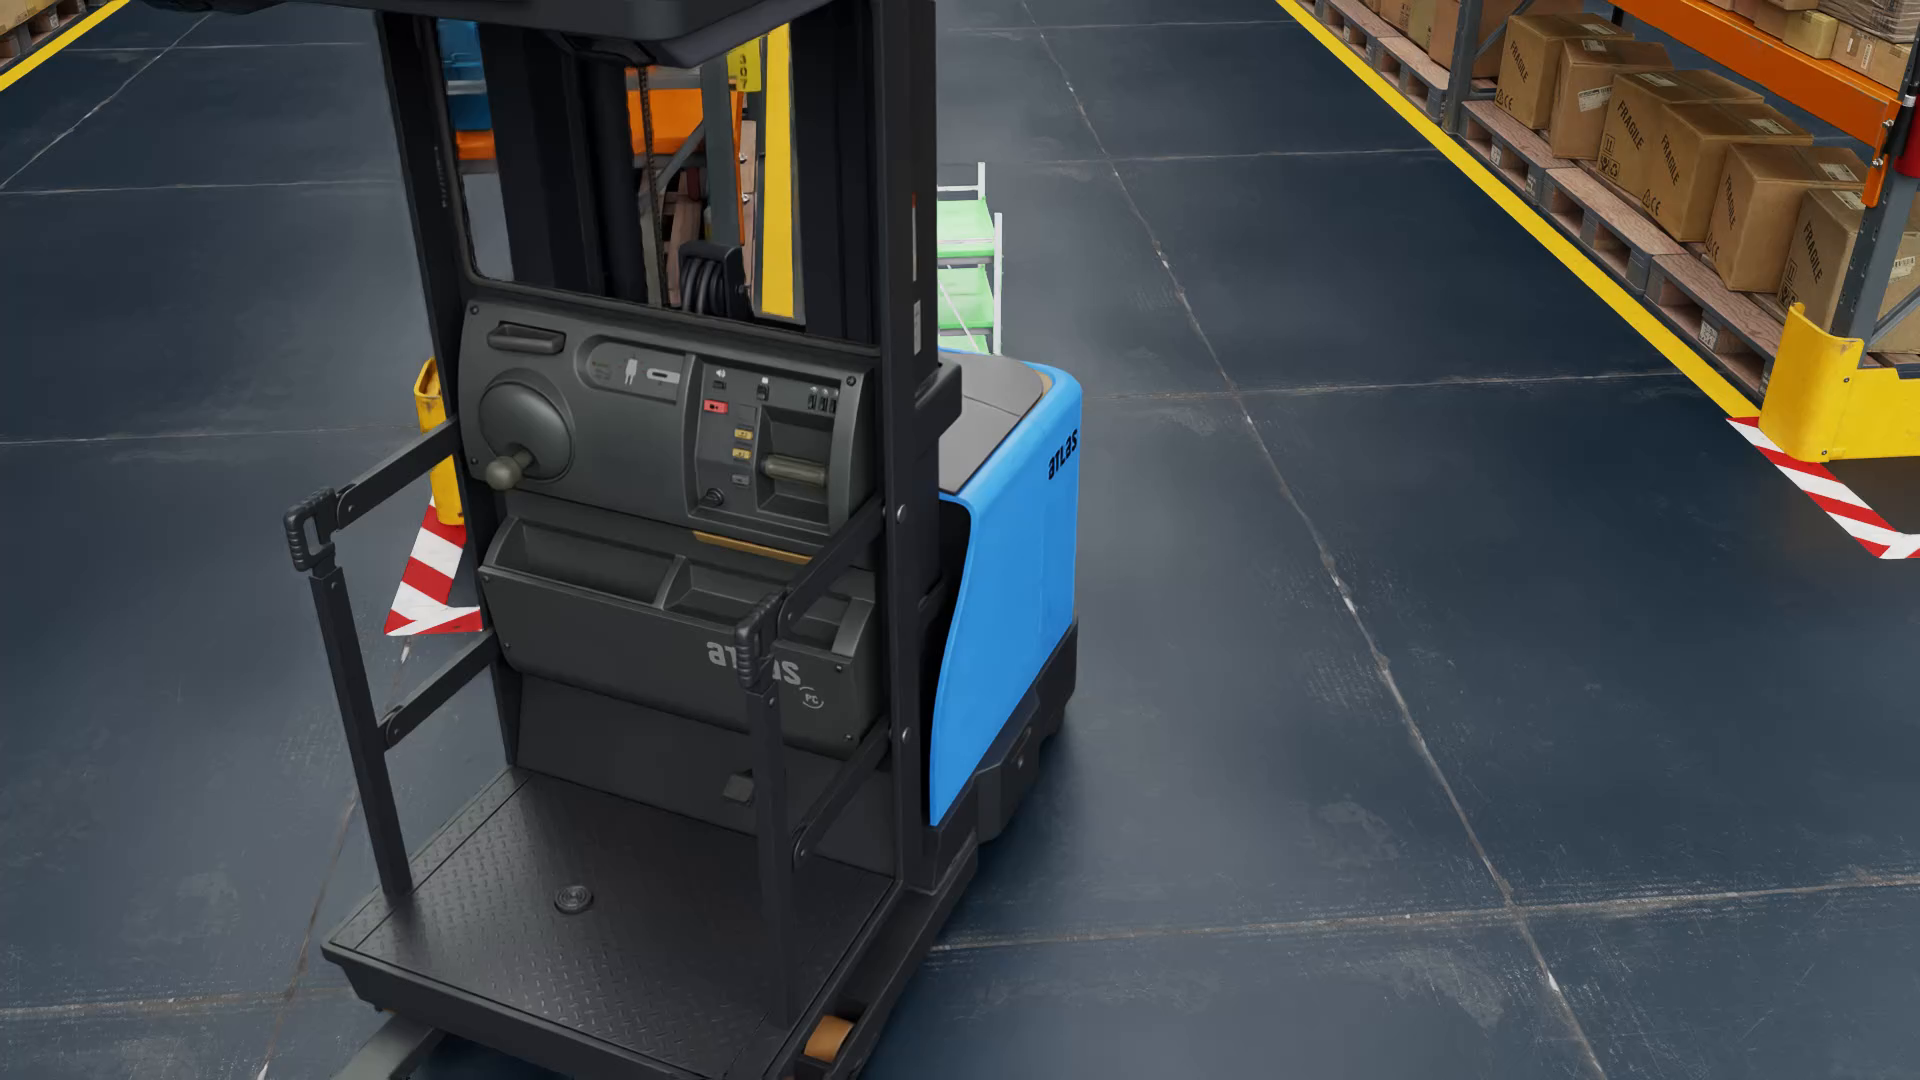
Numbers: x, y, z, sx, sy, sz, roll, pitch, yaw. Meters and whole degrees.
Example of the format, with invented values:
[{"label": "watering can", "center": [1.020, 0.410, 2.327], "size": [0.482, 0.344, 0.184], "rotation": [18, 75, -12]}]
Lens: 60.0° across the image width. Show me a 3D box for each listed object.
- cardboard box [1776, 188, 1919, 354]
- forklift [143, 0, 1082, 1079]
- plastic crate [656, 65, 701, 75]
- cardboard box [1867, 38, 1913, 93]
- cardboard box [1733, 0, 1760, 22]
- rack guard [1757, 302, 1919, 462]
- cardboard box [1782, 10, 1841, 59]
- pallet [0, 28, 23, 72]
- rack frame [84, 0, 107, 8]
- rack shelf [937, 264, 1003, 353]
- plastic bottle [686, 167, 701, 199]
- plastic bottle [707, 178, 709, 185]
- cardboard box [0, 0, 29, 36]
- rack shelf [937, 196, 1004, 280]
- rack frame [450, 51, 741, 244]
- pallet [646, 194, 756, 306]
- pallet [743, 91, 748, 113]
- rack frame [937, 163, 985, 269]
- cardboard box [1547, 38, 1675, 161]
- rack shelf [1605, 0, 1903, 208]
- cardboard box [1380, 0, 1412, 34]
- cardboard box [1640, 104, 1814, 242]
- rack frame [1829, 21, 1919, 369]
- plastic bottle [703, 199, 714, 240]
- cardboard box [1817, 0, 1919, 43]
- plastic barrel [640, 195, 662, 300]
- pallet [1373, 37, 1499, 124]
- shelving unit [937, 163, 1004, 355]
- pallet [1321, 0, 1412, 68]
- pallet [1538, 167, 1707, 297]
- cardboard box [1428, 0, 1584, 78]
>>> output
[{"label": "cardboard box", "center": [3.667, -1.080, 6.661], "size": [0.500, 0.500, 0.500], "rotation": [3, 31, 5]}, {"label": "forklift", "center": [-0.705, -0.192, 3.213], "size": [1.130, 2.935, 3.031], "rotation": [12, 33, 20]}, {"label": "plastic crate", "center": [-0.986, -1.775, 6.053], "size": [0.298, 0.136, 0.250], "rotation": [-3, 31, -5]}, {"label": "cardboard box", "center": [3.477, -1.681, 5.884], "size": [0.380, 0.149, 0.250], "rotation": [-3, 31, -5]}, {"label": "cardboard box", "center": [3.389, -2.192, 6.739], "size": [0.380, 0.149, 0.250], "rotation": [-3, 31, -5]}, {"label": "rack guard", "center": [3.702, -0.619, 6.298], "size": [1.175, 0.500, 0.348], "rotation": [-3, 31, -5]}, {"label": "cardboard box", "center": [3.379, -1.934, 6.307], "size": [0.380, 0.149, 0.250], "rotation": [-3, 31, -5]}, {"label": "pallet", "center": [-6.753, -3.024, 10.607], "size": [1.003, 0.211, 1.213], "rotation": [-3, 31, -5]}, {"label": "rack frame", "center": [-6.902, -5.265, 11.639], "size": [1.000, 3.000, 0.127], "rotation": [-3, 31, -5]}, {"label": "rack shelf", "center": [-0.015, -0.751, 5.494], "size": [0.258, 0.148, 0.480], "rotation": [-3, 31, -5]}, {"label": "plastic bottle", "center": [-1.296, -1.814, 8.082], "size": [0.061, 0.283, 0.133], "rotation": [-3, 31, -5]}, {"label": "plastic bottle", "center": [-1.123, -1.600, 7.735], "size": [0.097, 0.271, 0.097], "rotation": [0, 31, 0]}, {"label": "cardboard box", "center": [-6.514, -3.488, 10.936], "size": [0.500, 0.250, 0.500], "rotation": [-2, 31, -3]}, {"label": "rack shelf", "center": [-0.015, -0.957, 5.370], "size": [0.258, 0.148, 0.480], "rotation": [-3, 31, -5]}, {"label": "rack frame", "center": [-1.223, -1.416, 5.195], "size": [1.000, 3.000, 0.127], "rotation": [-3, 31, -5]}, {"label": "pallet", "center": [-1.458, -1.292, 7.707], "size": [1.003, 0.211, 1.213], "rotation": [-3, 31, -5]}, {"label": "pallet", "center": [-1.708, -2.660, 9.997], "size": [1.003, 0.211, 1.213], "rotation": [-3, 31, -5]}, {"label": "rack frame", "center": [-0.038, -0.724, 5.792], "size": [0.240, 1.200, 0.015], "rotation": [-3, 31, -5]}, {"label": "cardboard box", "center": [3.394, -2.304, 8.711], "size": [0.500, 0.500, 0.500], "rotation": [7, 32, 11]}, {"label": "rack shelf", "center": [3.522, -2.365, 7.486], "size": [1.077, 0.370, 4.000], "rotation": [-3, 31, -5]}, {"label": "cardboard box", "center": [3.221, -3.656, 10.954], "size": [0.700, 0.500, 0.500], "rotation": [-5, 31, -9]}, {"label": "cardboard box", "center": [3.537, -1.704, 7.706], "size": [0.500, 0.500, 0.500], "rotation": [0, 31, 0]}, {"label": "rack frame", "center": [3.709, -1.653, 5.592], "size": [1.000, 3.000, 0.127], "rotation": [-3, 31, -5]}, {"label": "plastic bottle", "center": [-1.082, -1.374, 7.357], "size": [0.097, 0.271, 0.097], "rotation": [0, 31, 0]}, {"label": "cardboard box", "center": [3.685, -2.106, 5.963], "size": [0.875, 0.500, 0.500], "rotation": [-3, 31, -5]}, {"label": "plastic barrel", "center": [-1.407, -1.116, 6.710], "size": [0.421, 0.512, 0.421], "rotation": [0, 31, 0]}, {"label": "pallet", "center": [3.261, -2.896, 10.392], "size": [1.003, 0.211, 1.213], "rotation": [-3, 31, -5]}, {"label": "shelving unit", "center": [-0.015, -0.600, 5.584], "size": [0.258, 1.200, 0.503], "rotation": [-3, 31, -5]}, {"label": "pallet", "center": [3.144, -3.520, 11.437], "size": [1.003, 0.211, 1.213], "rotation": [-3, 31, -5]}, {"label": "pallet", "center": [3.550, -1.533, 8.110], "size": [1.003, 0.211, 1.213], "rotation": [-3, 31, -5]}, {"label": "cardboard box", "center": [3.299, -3.126, 10.066], "size": [0.700, 0.500, 0.500], "rotation": [-5, 31, -8]}]
